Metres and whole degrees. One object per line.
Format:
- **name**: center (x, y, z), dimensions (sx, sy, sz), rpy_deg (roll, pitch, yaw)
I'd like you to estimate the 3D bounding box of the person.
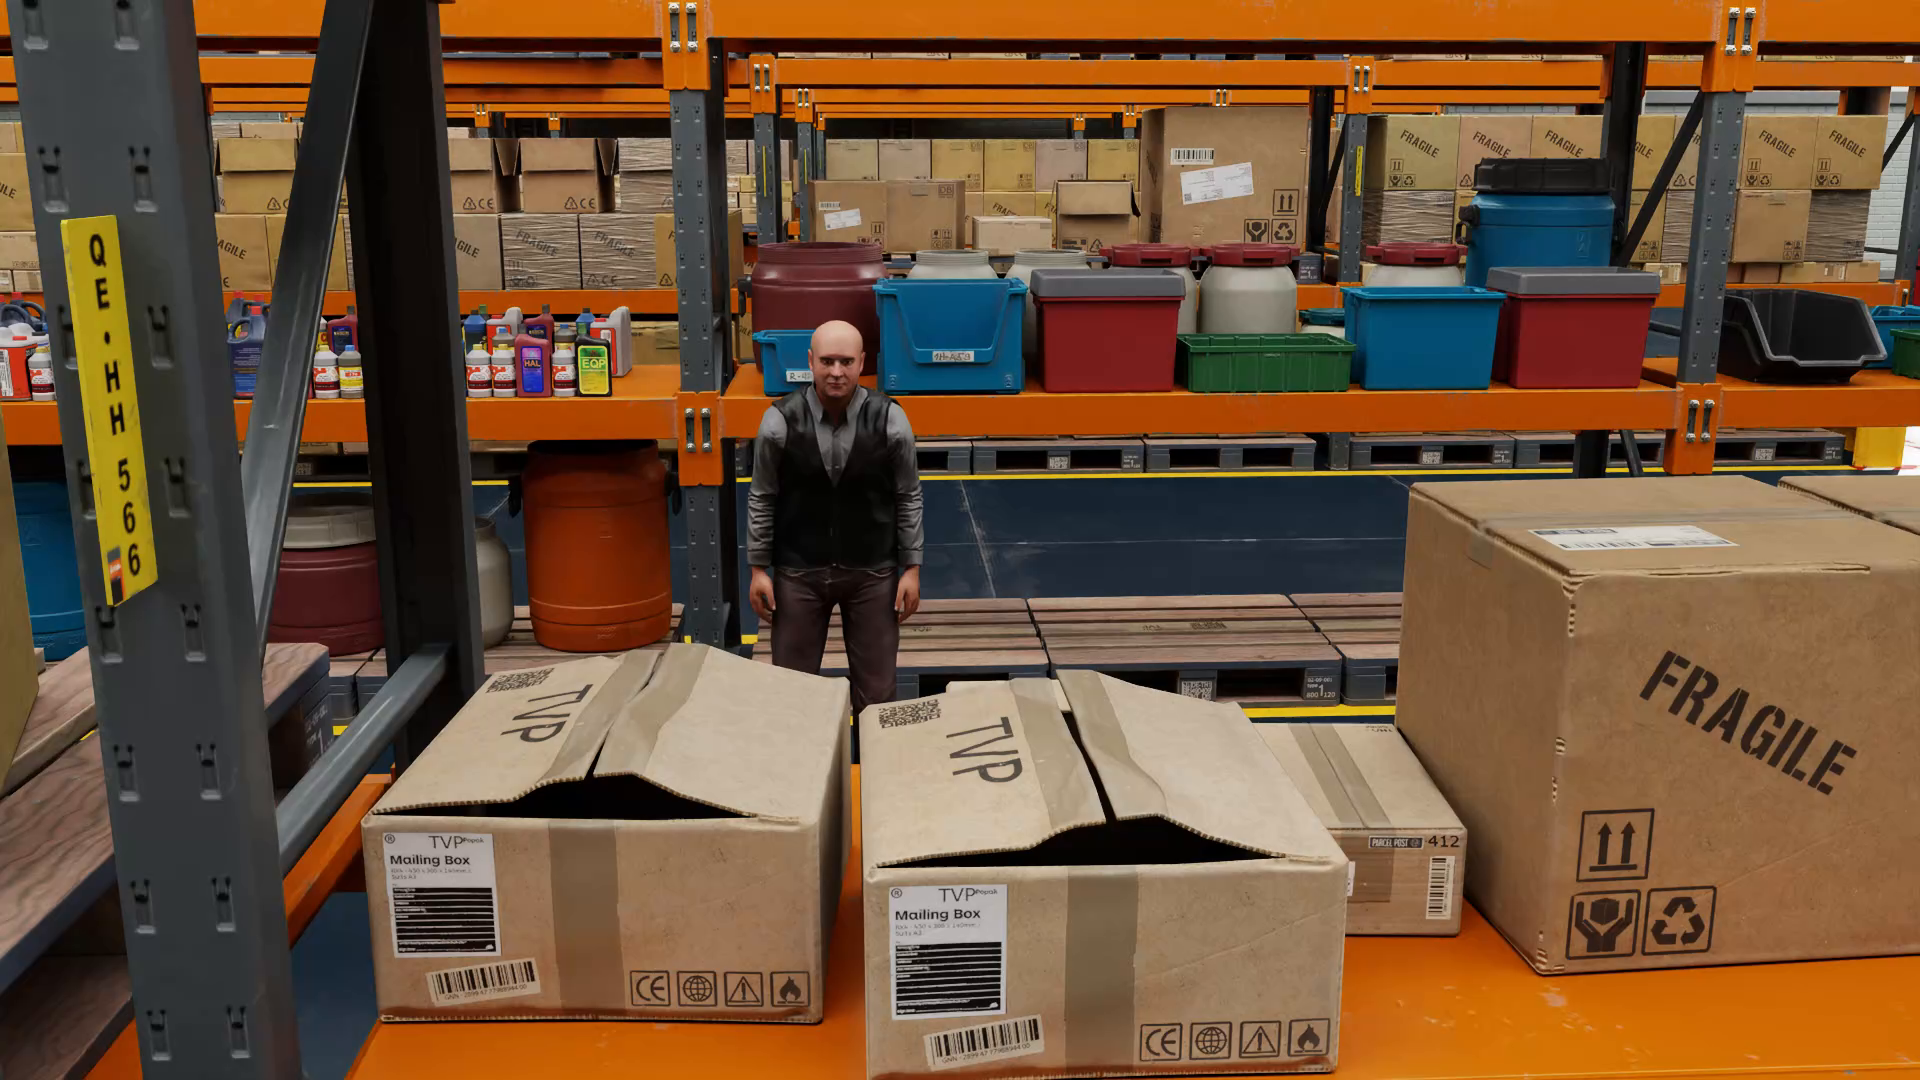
- **person**: center (-0.409, 0.129, 5.501), dimensions (0.581, 1.721, 0.419), rpy_deg (-1, 13, -3)
